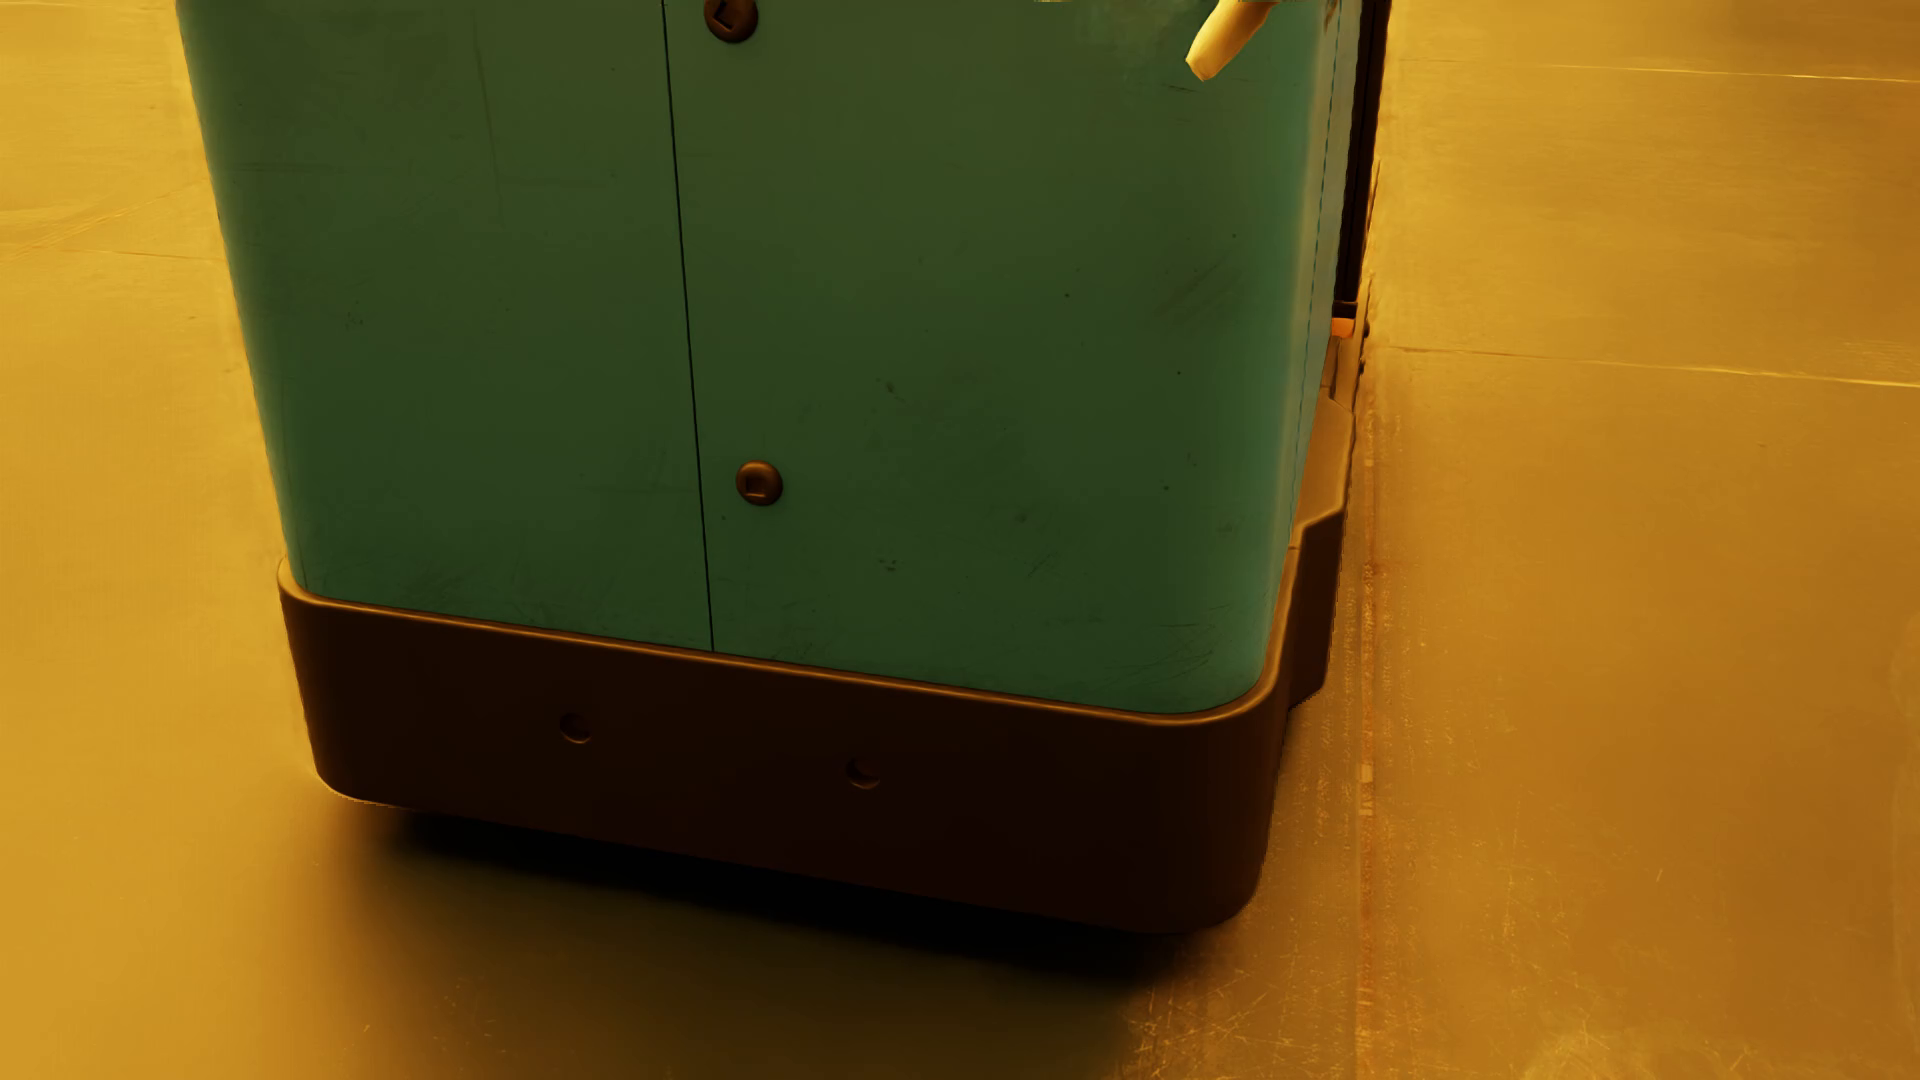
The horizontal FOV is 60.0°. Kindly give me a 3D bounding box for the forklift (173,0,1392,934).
[{"bbox_3d":[0.151,-1.576,2.369,1.130,2.935,3.031,7,28,13],"label":"forklift"}]
